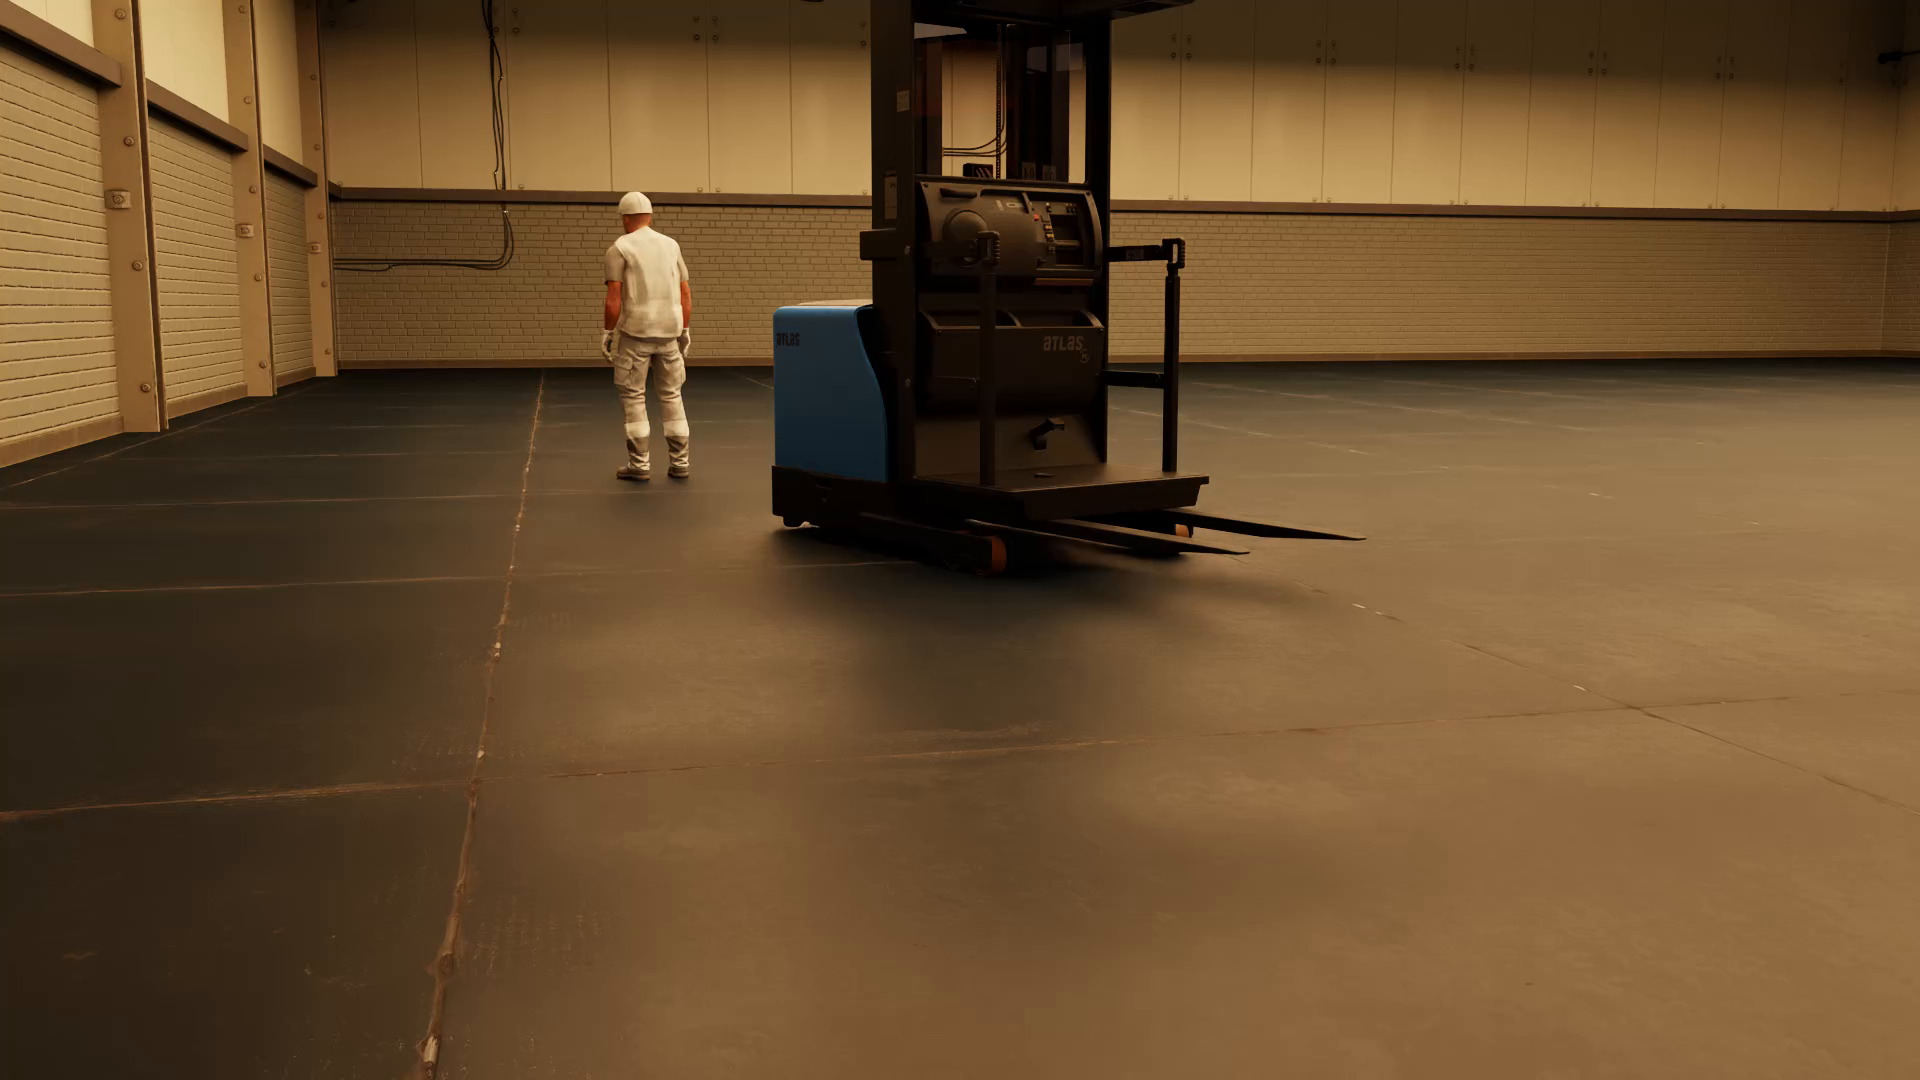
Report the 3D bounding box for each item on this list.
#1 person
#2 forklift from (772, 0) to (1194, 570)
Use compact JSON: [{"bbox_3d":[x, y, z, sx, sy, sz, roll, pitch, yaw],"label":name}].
[{"bbox_3d":[-1.957,-1.298,10.370,0.617,1.720,0.452,-6,10,-36],"label":"person"},{"bbox_3d":[0.355,-1.383,7.015,1.130,2.935,3.031,-6,10,-35],"label":"forklift"}]
